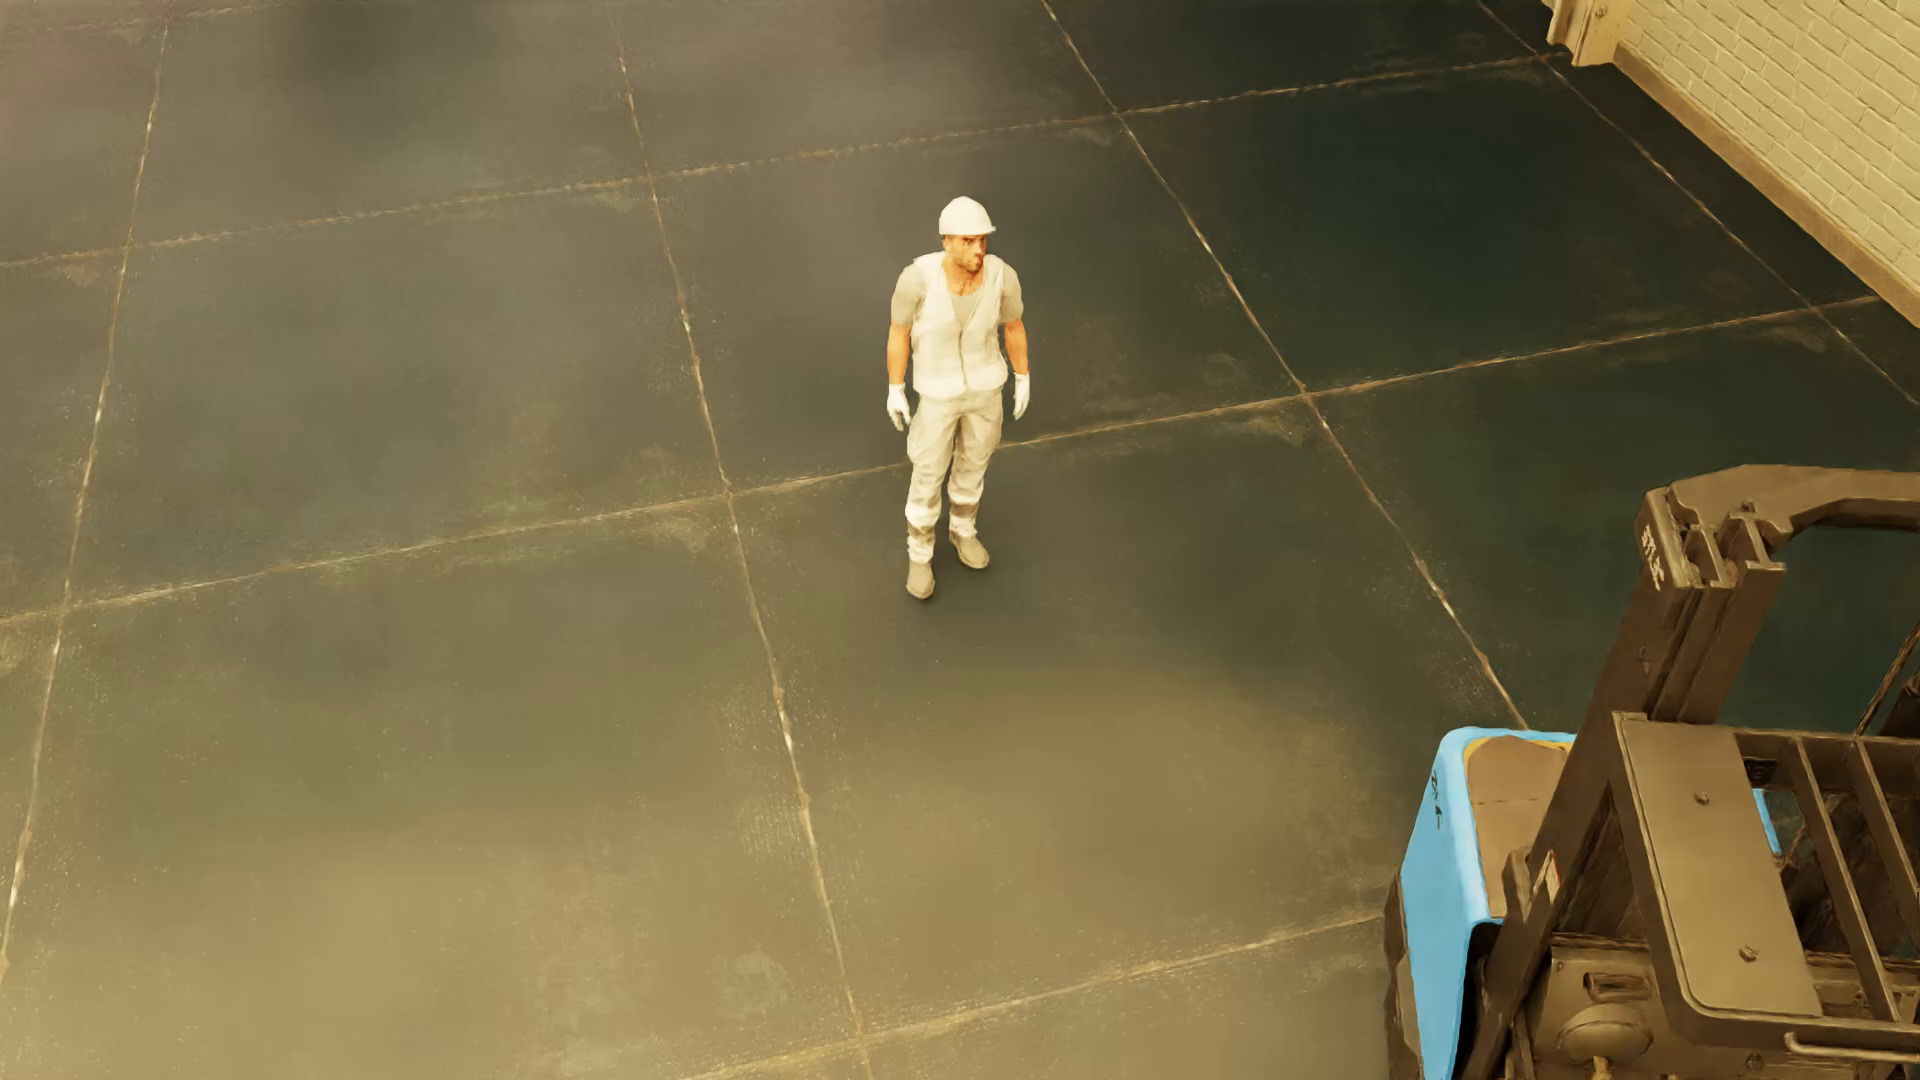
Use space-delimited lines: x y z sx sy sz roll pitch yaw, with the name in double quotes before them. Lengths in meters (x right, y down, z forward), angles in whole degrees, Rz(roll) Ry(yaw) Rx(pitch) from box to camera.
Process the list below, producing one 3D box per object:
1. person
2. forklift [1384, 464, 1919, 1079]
"person" 0.010 -0.600 7.101 0.637 1.787 0.563 -10 44 -11
"forklift" 1.980 1.373 4.193 1.130 2.935 3.031 4 44 4
